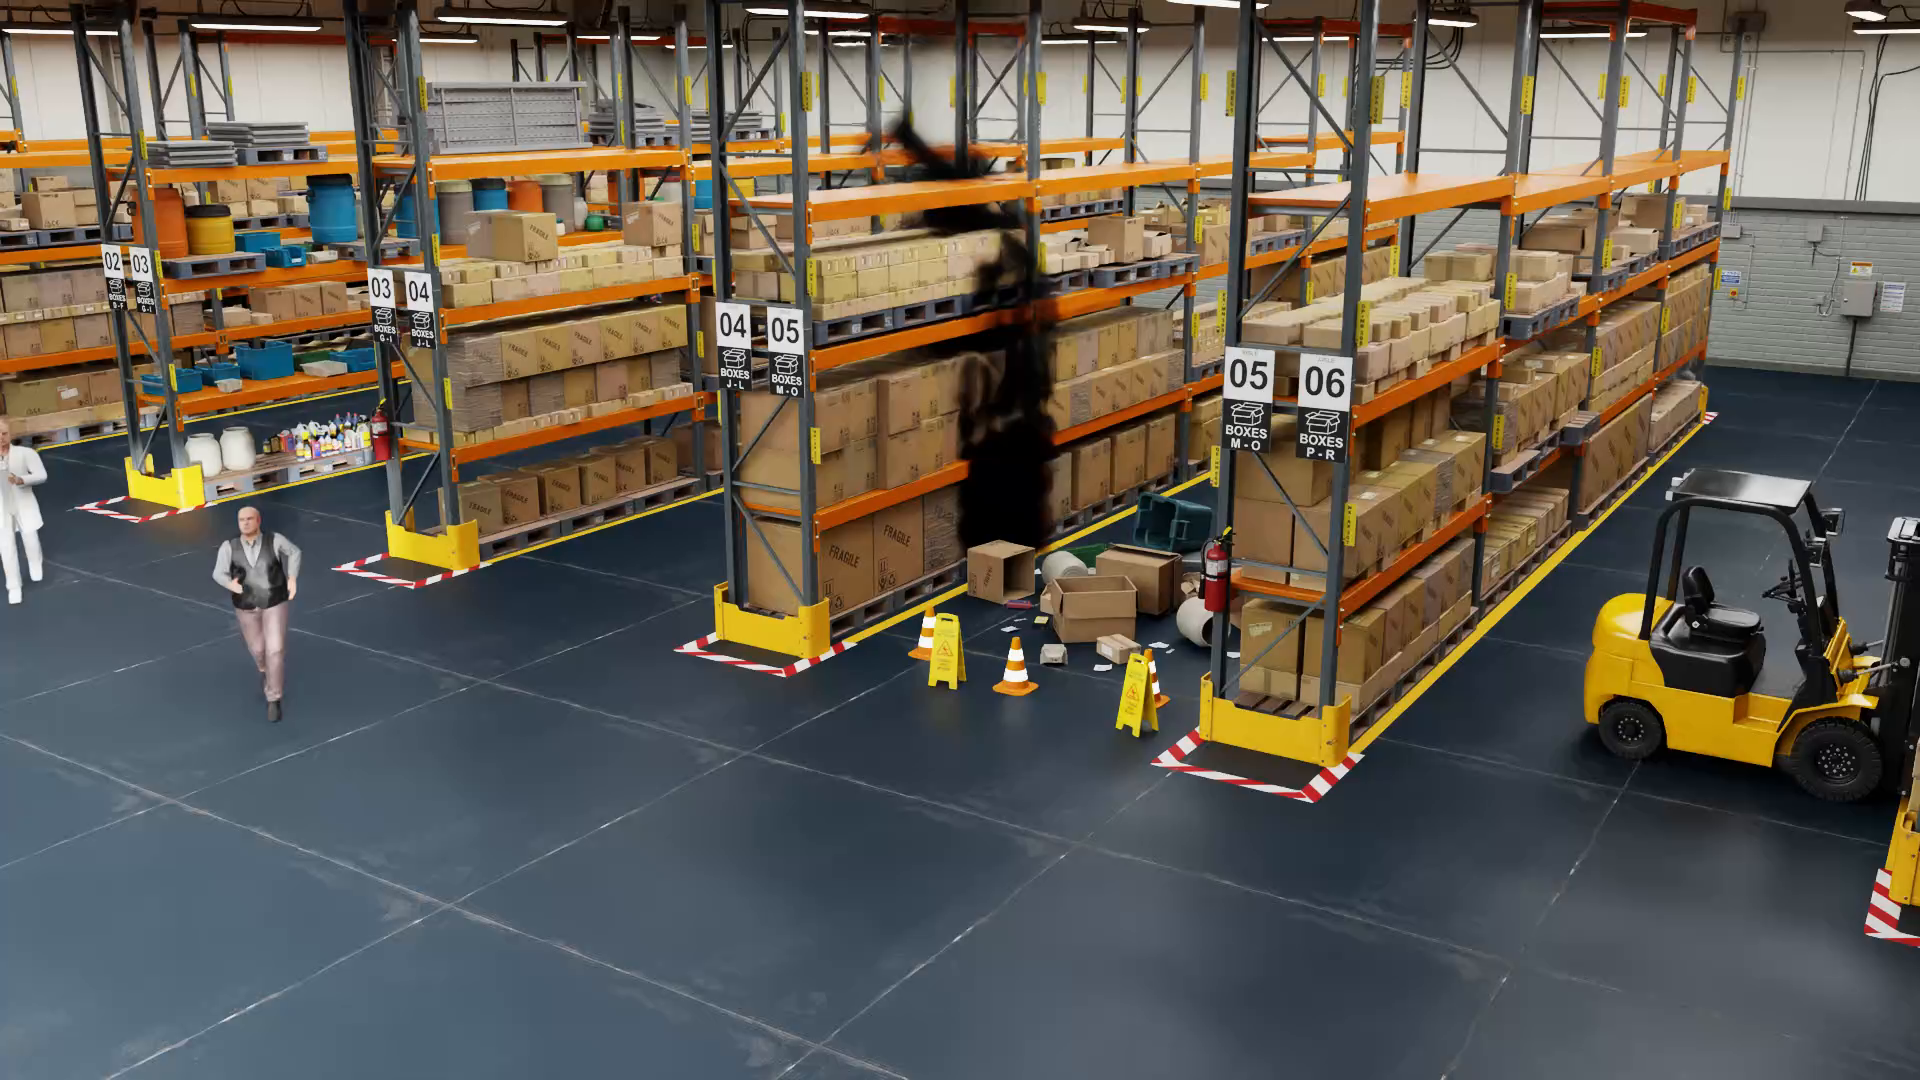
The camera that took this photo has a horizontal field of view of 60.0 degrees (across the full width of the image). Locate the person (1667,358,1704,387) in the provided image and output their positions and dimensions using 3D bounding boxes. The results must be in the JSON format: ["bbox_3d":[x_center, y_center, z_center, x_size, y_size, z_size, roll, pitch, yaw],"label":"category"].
[{"bbox_3d":[11.742,-3.031,27.134,0.631,1.580,0.804,-6,17,-22],"label":"person"}]

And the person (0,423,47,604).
[{"bbox_3d":[-9.673,-0.328,16.982,0.704,1.762,1.065,-7,17,-24],"label":"person"}]

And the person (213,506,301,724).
[{"bbox_3d":[-5.868,0.573,13.950,0.668,1.752,0.918,-4,16,-12],"label":"person"}]
